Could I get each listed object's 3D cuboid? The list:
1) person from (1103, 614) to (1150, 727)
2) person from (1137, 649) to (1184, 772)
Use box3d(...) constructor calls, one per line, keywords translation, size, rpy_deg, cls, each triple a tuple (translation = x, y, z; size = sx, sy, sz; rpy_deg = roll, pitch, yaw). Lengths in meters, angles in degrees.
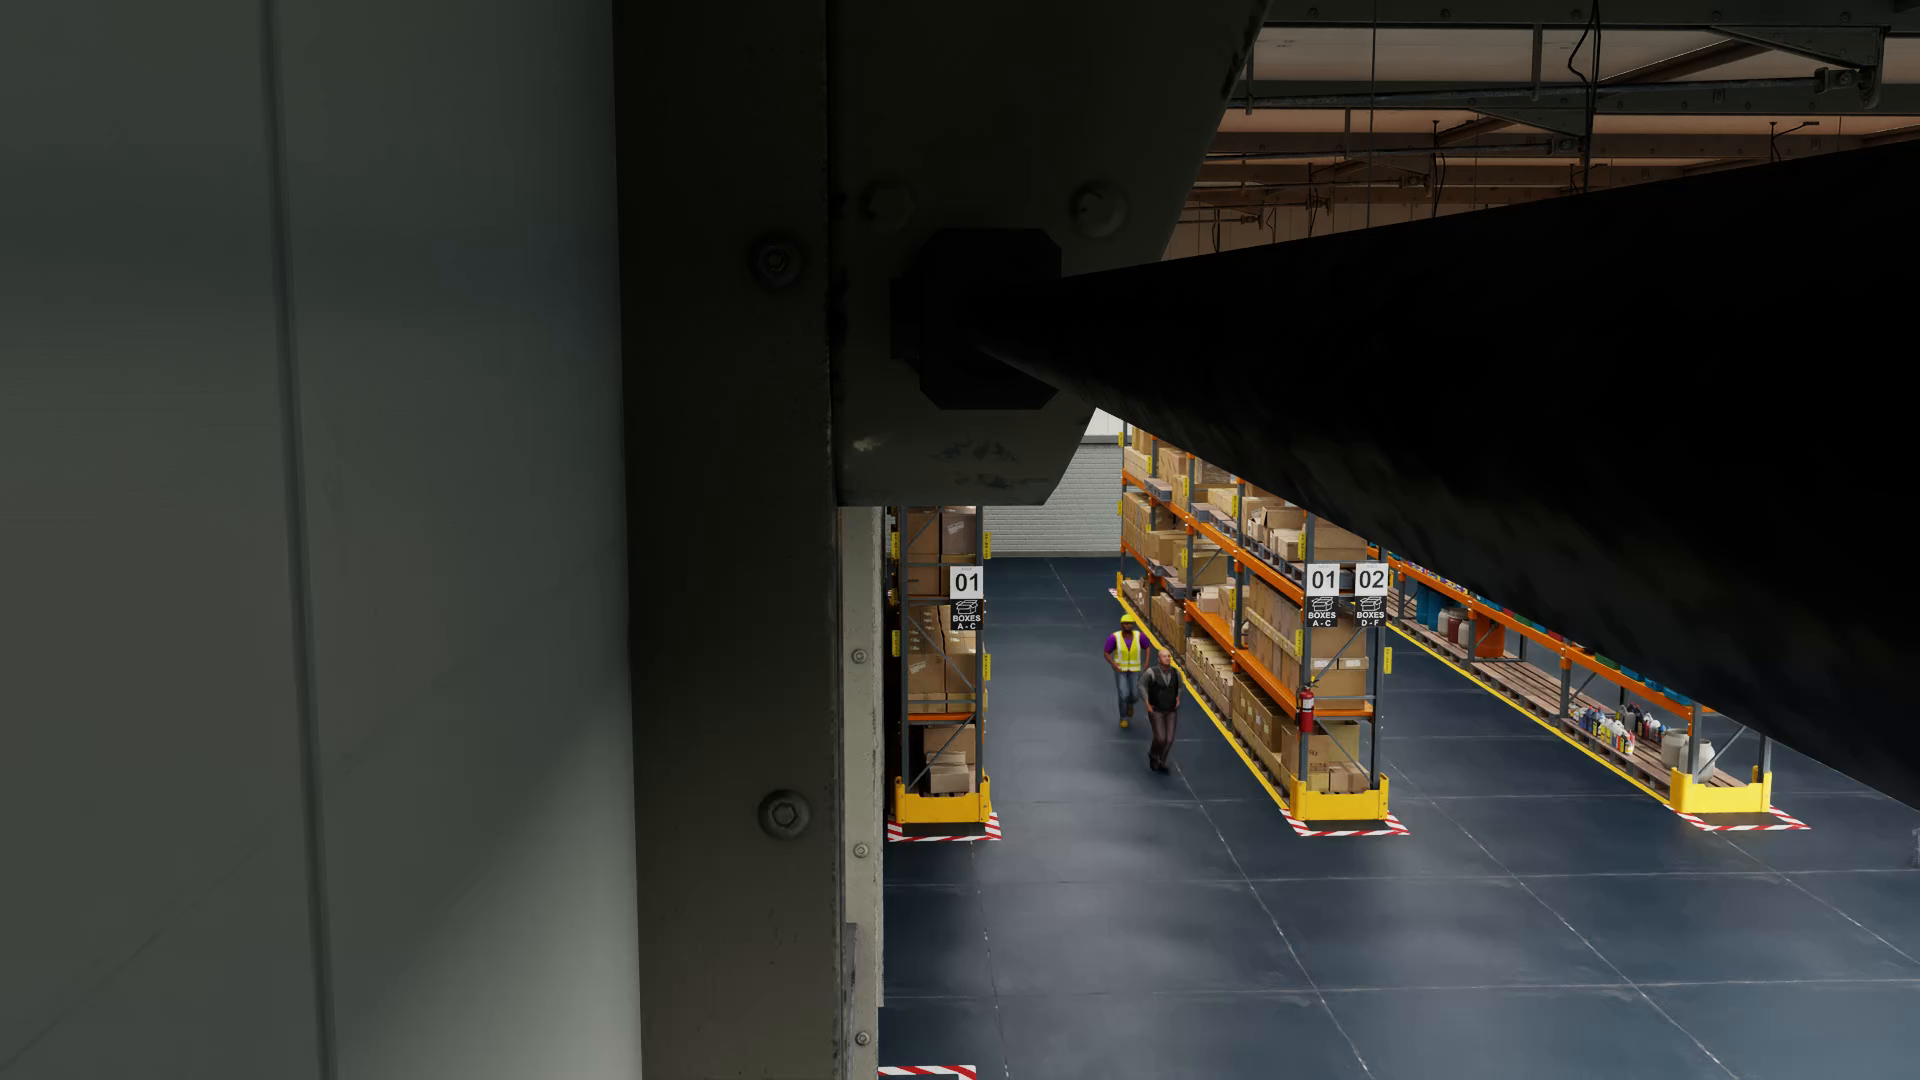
box3d(translation=(2.531, 1.960, 25.129), size=(0.736, 1.722, 0.605), rpy_deg=(-1, 8, -6), cls="person")
box3d(translation=(2.764, 2.335, 22.577), size=(0.642, 1.706, 0.542), rpy_deg=(-2, 8, -13), cls="person")
